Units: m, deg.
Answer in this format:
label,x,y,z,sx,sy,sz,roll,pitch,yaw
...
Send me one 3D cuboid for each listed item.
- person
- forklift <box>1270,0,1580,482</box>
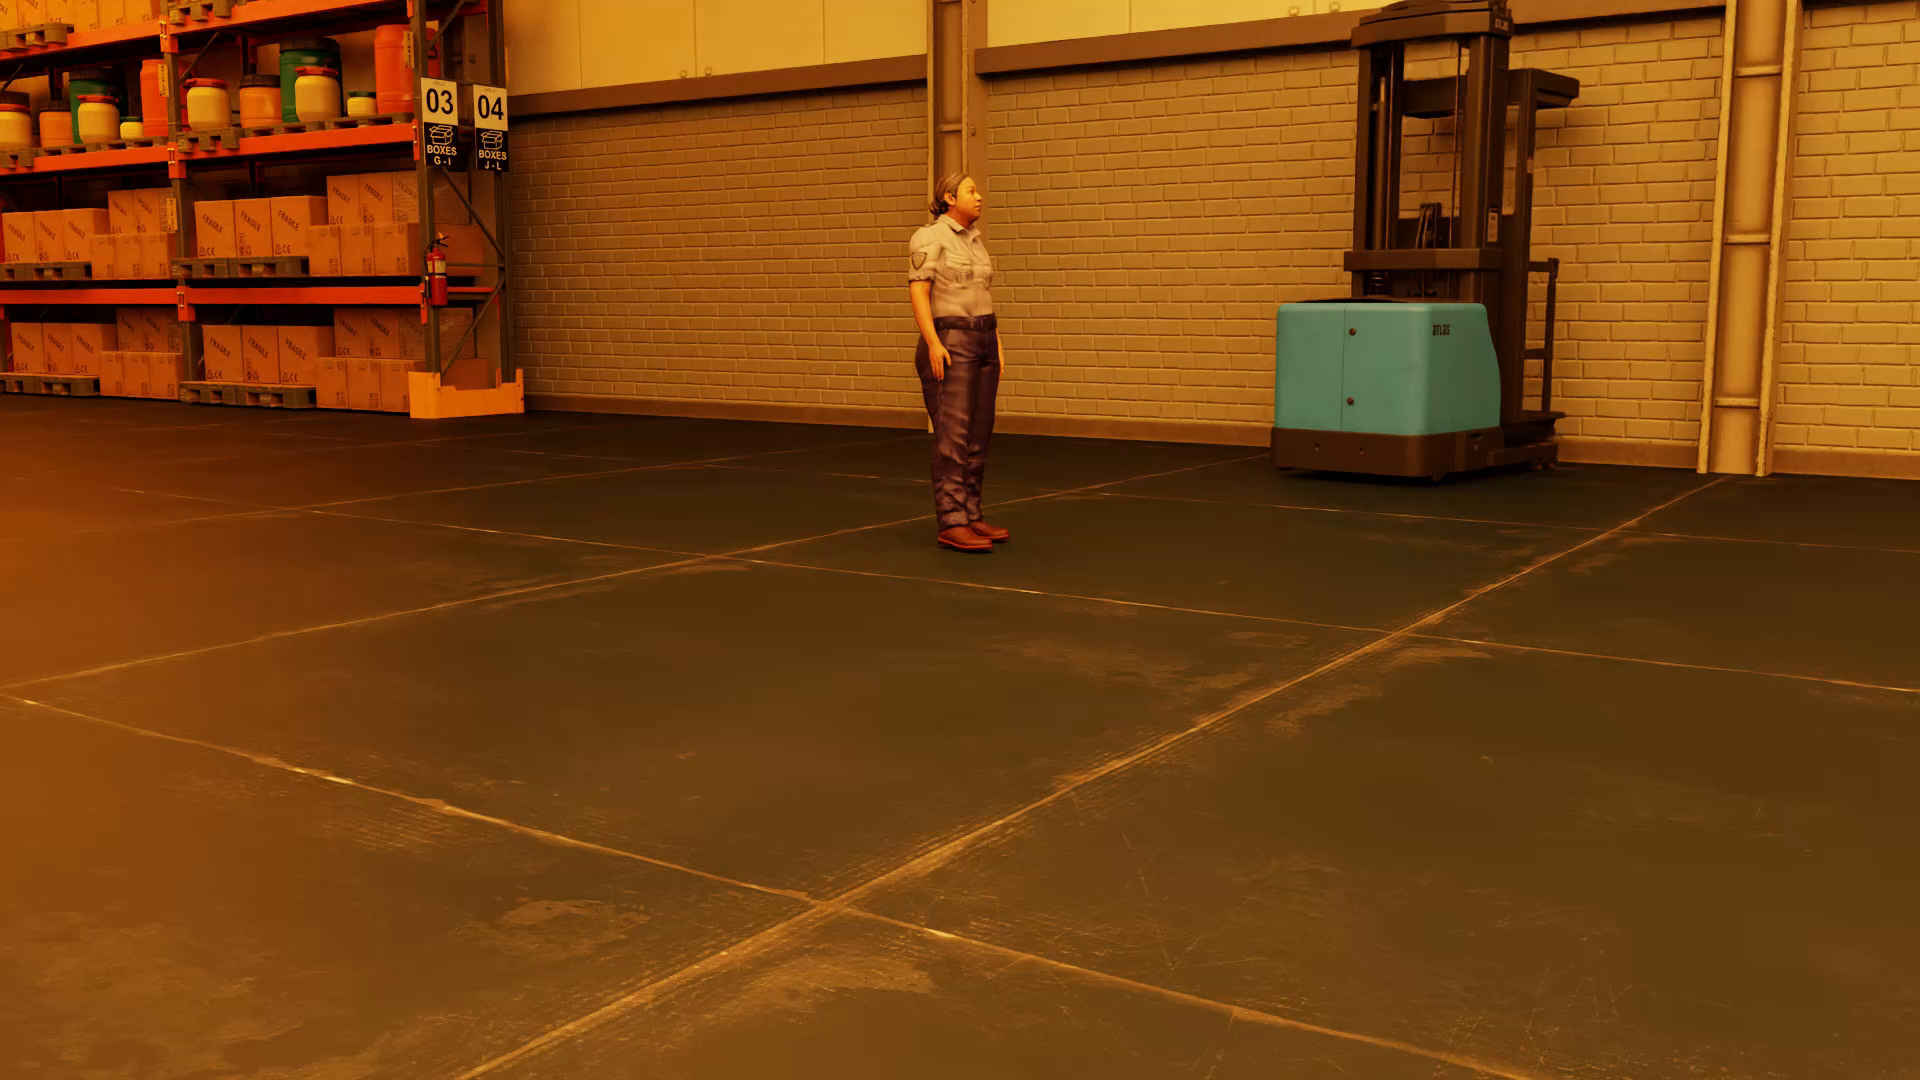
label,x,y,z,sx,sy,sz,roll,pitch,yaw
person,0.061,-0.814,7.418,0.503,1.651,0.598,5,10,34
forklift,3.294,-1.946,10.878,1.130,2.935,3.031,7,11,42
